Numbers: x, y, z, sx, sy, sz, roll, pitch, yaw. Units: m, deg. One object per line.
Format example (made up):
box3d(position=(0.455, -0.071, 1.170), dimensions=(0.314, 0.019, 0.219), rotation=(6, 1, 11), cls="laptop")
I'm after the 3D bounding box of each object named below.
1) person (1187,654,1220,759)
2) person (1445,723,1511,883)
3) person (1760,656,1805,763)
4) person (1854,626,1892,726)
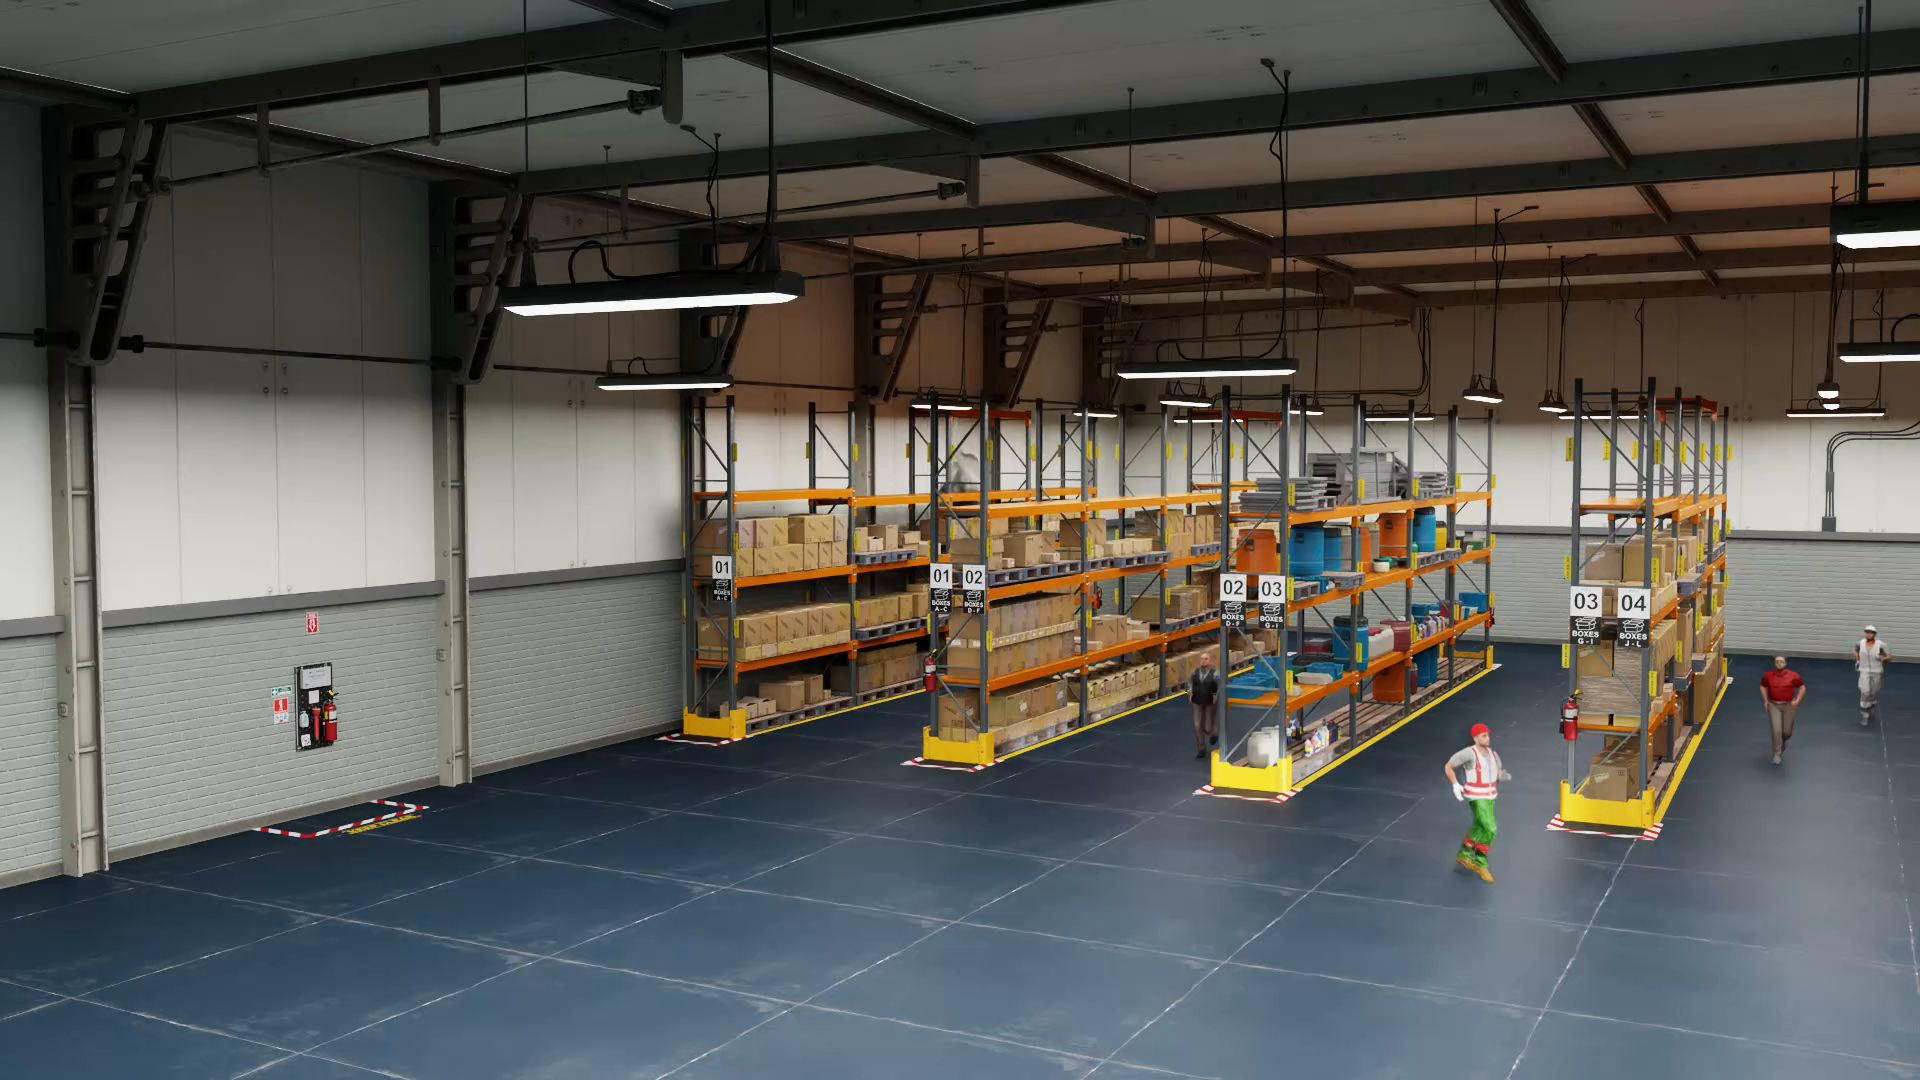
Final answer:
box3d(position=(4.051, 2.722, 27.498), dimensions=(0.661, 1.701, 0.748), rotation=(1, 3, 23), cls="person")
box3d(position=(6.130, 3.074, 19.579), dimensions=(0.649, 1.831, 0.763), rotation=(-2, 4, -35), cls="person")
box3d(position=(13.368, 2.738, 27.050), dimensions=(0.667, 1.734, 0.712), rotation=(2, 3, 28), cls="person")
box3d(position=(16.858, 2.493, 30.731), dimensions=(0.623, 1.838, 0.845), rotation=(2, 3, 30), cls="person")
